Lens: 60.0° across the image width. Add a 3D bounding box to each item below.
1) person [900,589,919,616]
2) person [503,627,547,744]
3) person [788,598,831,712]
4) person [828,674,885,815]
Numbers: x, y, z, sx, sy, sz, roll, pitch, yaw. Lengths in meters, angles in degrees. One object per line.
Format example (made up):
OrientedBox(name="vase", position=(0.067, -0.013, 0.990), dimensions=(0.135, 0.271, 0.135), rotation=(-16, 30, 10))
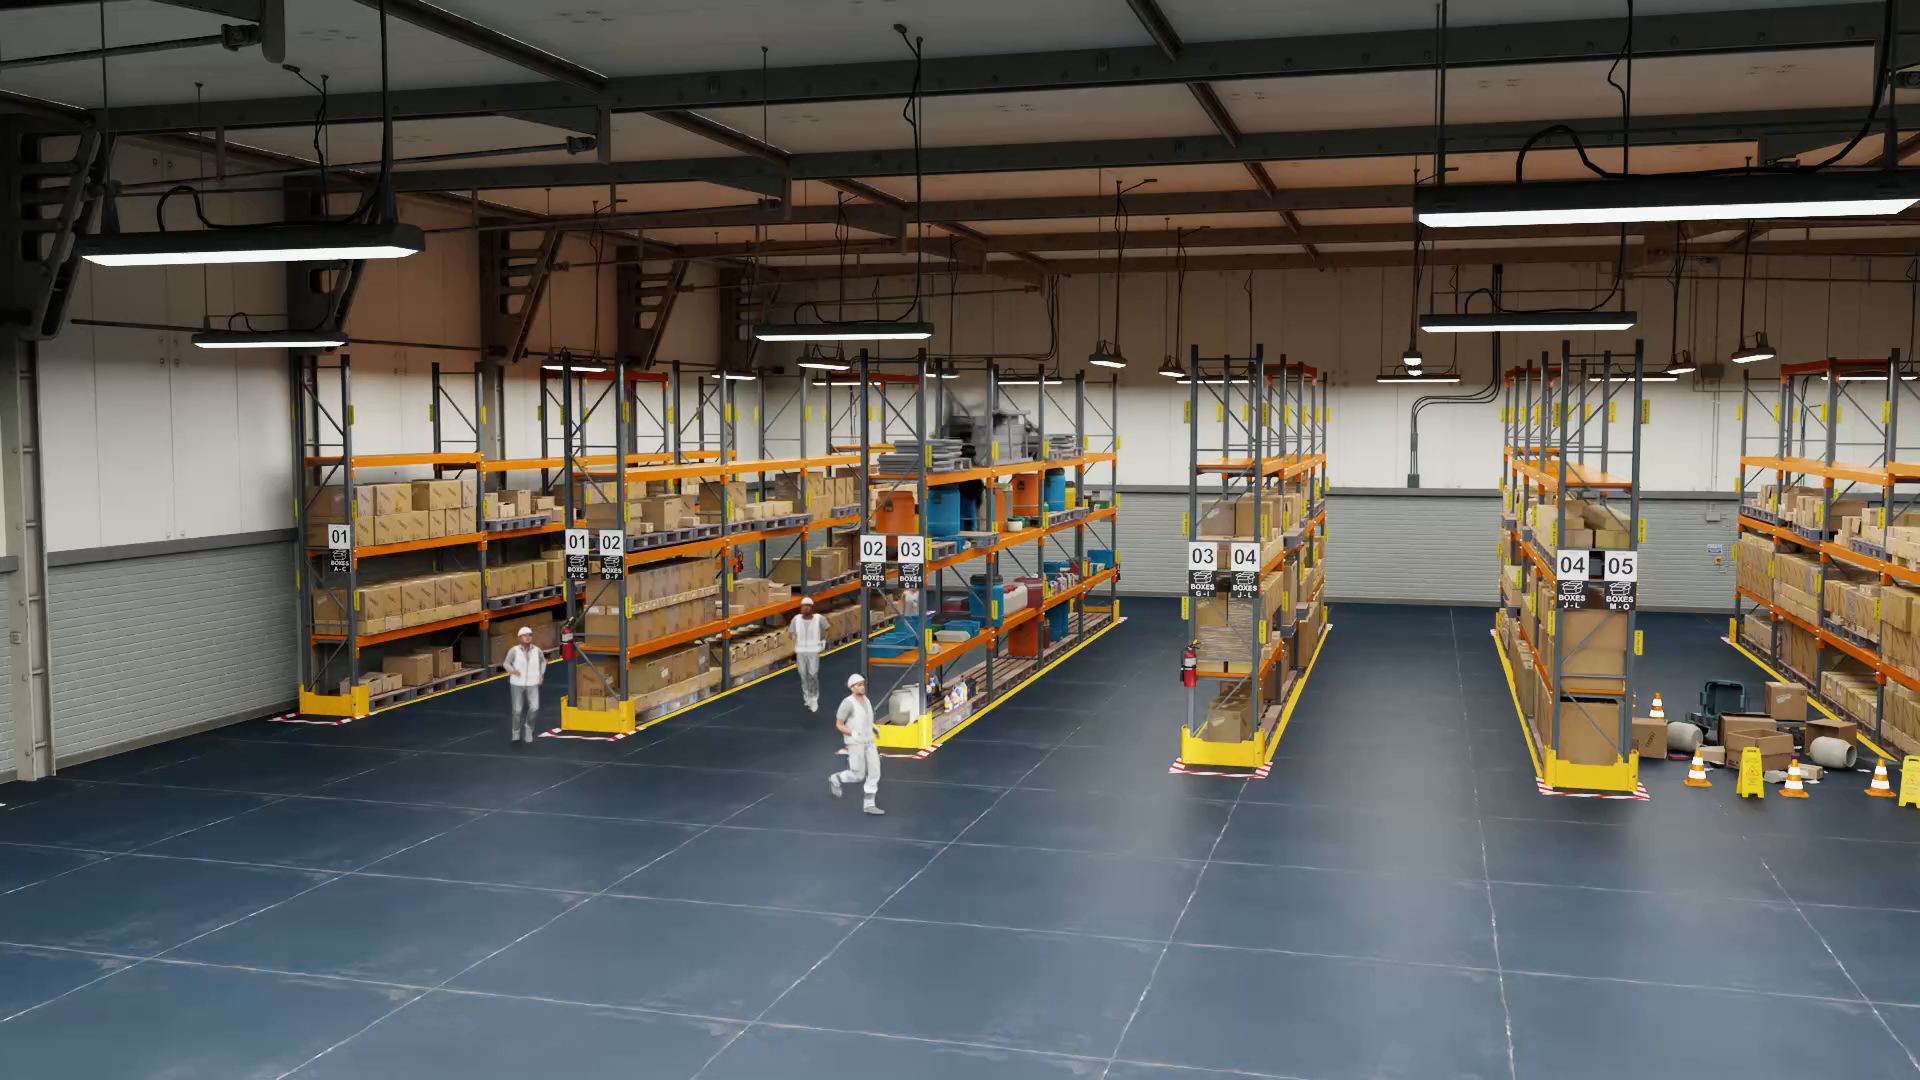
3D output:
OrientedBox(name="person", position=(-0.978, 1.618, 34.071), dimensions=(0.527, 1.684, 0.787), rotation=(0, 4, 2))
OrientedBox(name="person", position=(-6.632, 2.221, 25.430), dimensions=(0.678, 1.777, 0.602), rotation=(-2, 5, -22))
OrientedBox(name="person", position=(-2.442, 1.848, 26.687), dimensions=(0.662, 1.841, 0.648), rotation=(0, 4, 6))
OrientedBox(name="person", position=(-1.280, 2.560, 21.004), dimensions=(0.848, 1.748, 0.669), rotation=(3, 5, 38))
